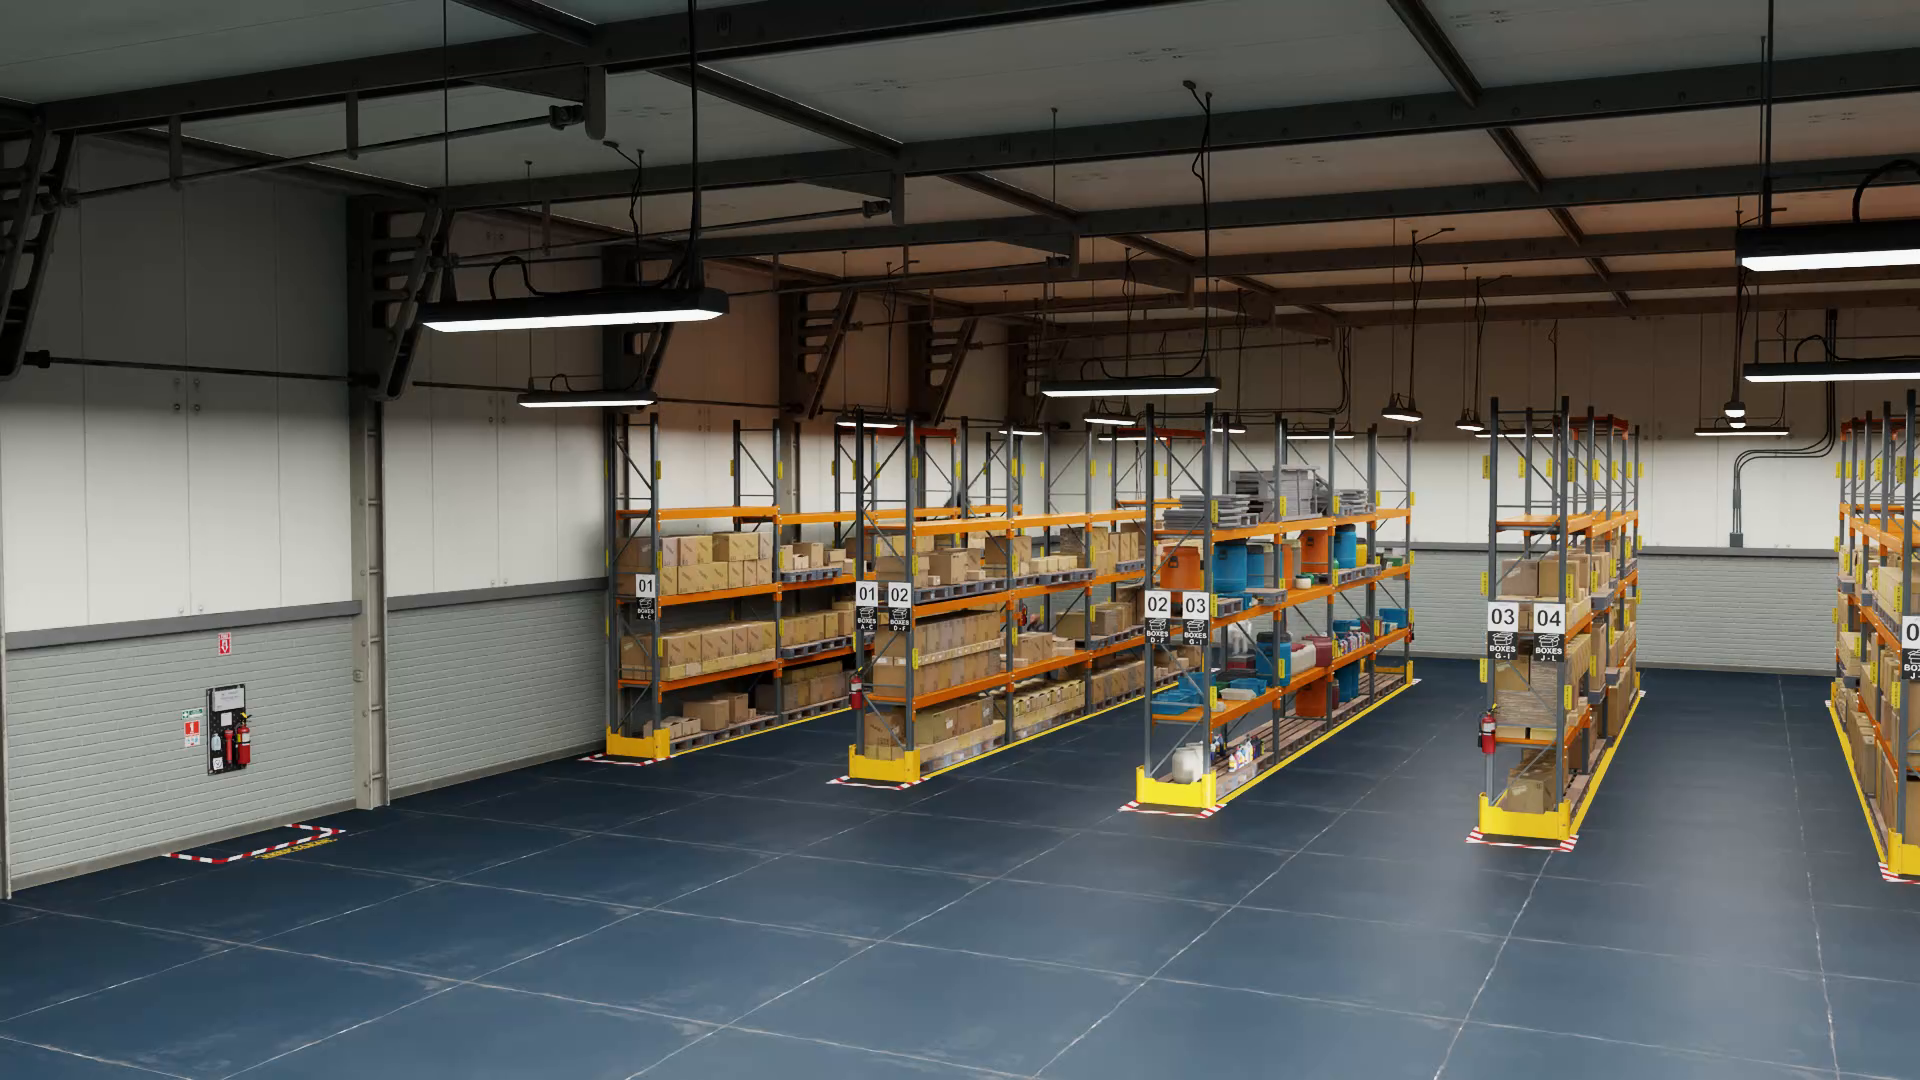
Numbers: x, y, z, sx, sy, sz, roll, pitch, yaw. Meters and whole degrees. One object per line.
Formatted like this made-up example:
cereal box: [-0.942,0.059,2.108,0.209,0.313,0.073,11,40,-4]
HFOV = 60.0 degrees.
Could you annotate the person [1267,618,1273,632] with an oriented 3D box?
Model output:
person: [6.846,2.583,36.233,0.615,1.795,0.714,2,3,42]

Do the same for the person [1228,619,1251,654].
person: [6.930,2.448,41.141,0.599,1.741,0.704,0,2,0]

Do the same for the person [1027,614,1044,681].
person: [1.788,2.548,37.976,0.647,1.731,0.855,2,3,35]
